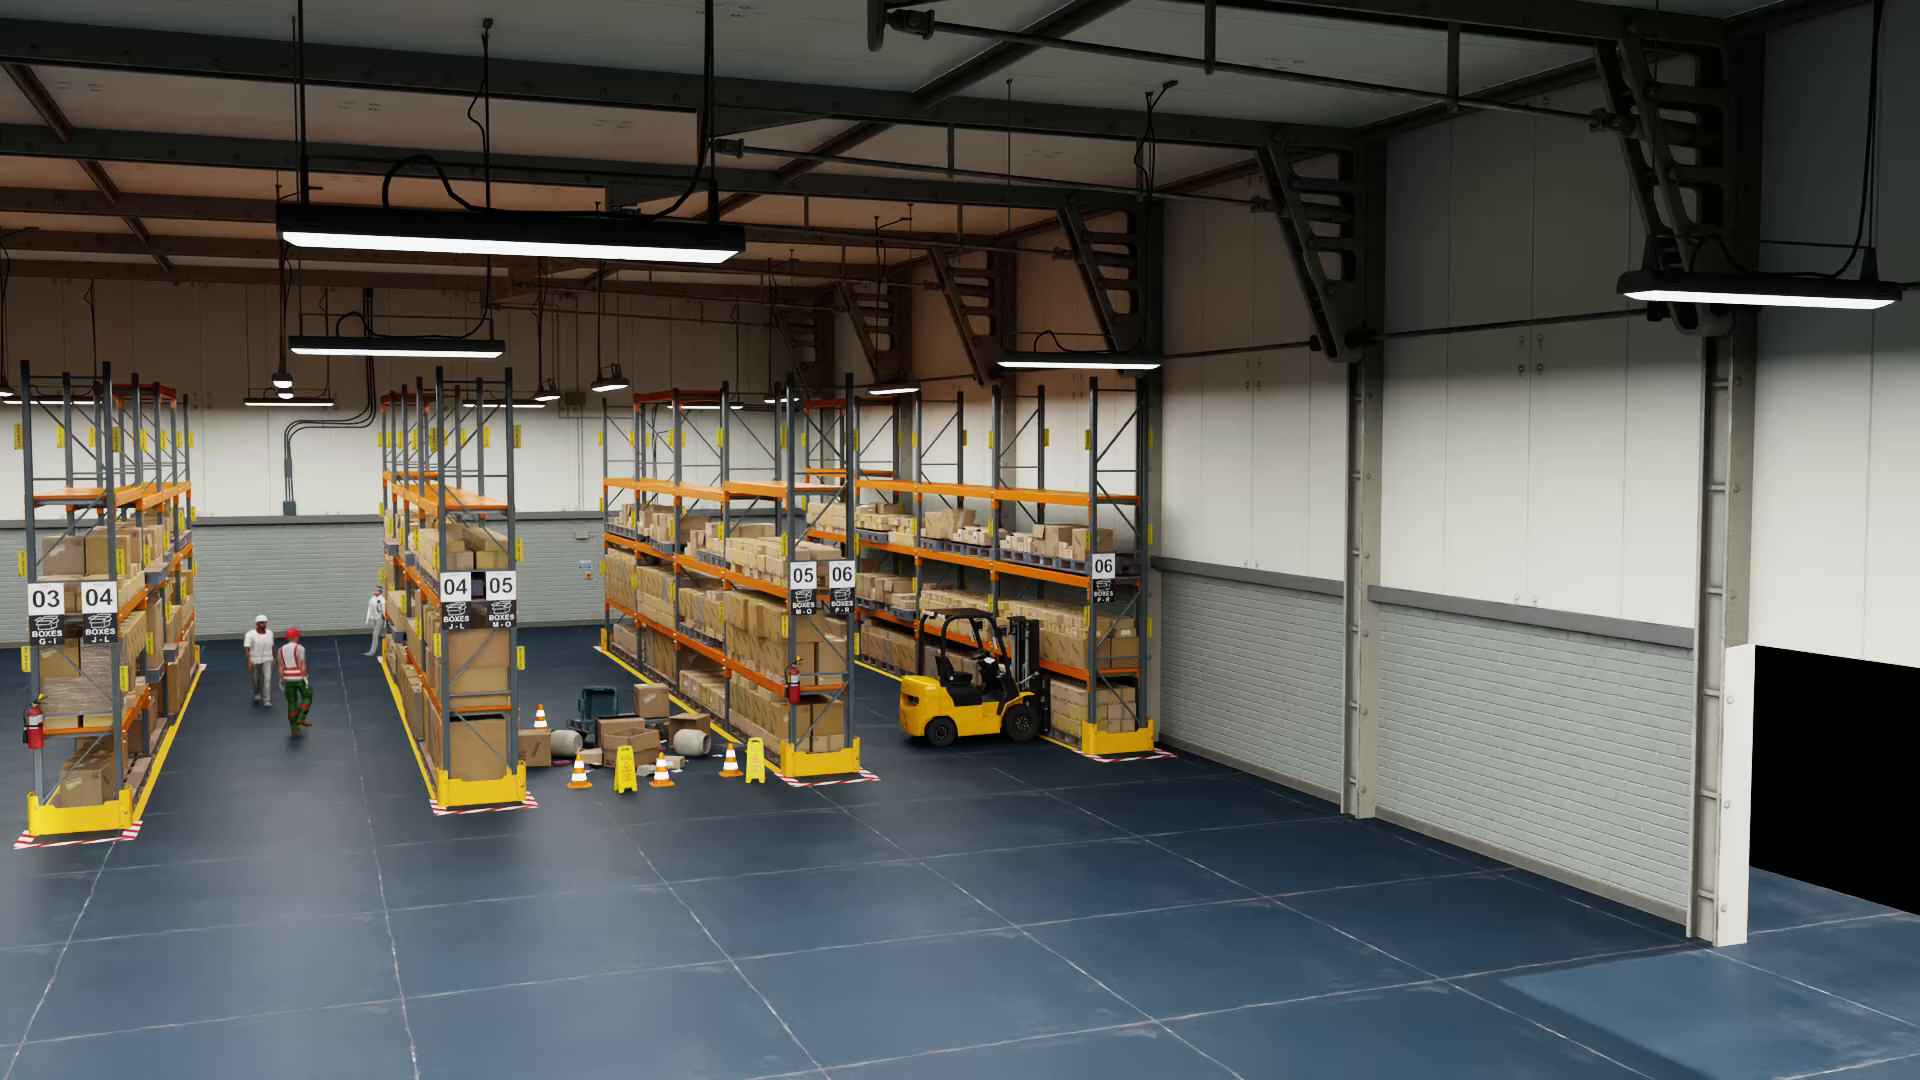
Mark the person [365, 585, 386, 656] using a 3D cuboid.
[{"bbox_3d":[-13.532,1.847,38.734,0.510,1.650,0.957,2,4,26],"label":"person"}]

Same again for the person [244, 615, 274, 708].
[{"bbox_3d":[-13.138,2.264,31.185,0.542,1.714,1.093,-2,4,-25],"label":"person"}]

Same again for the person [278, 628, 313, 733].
[{"bbox_3d":[-11.370,2.399,28.408,0.577,1.781,0.528,-1,3,-9],"label":"person"}]
